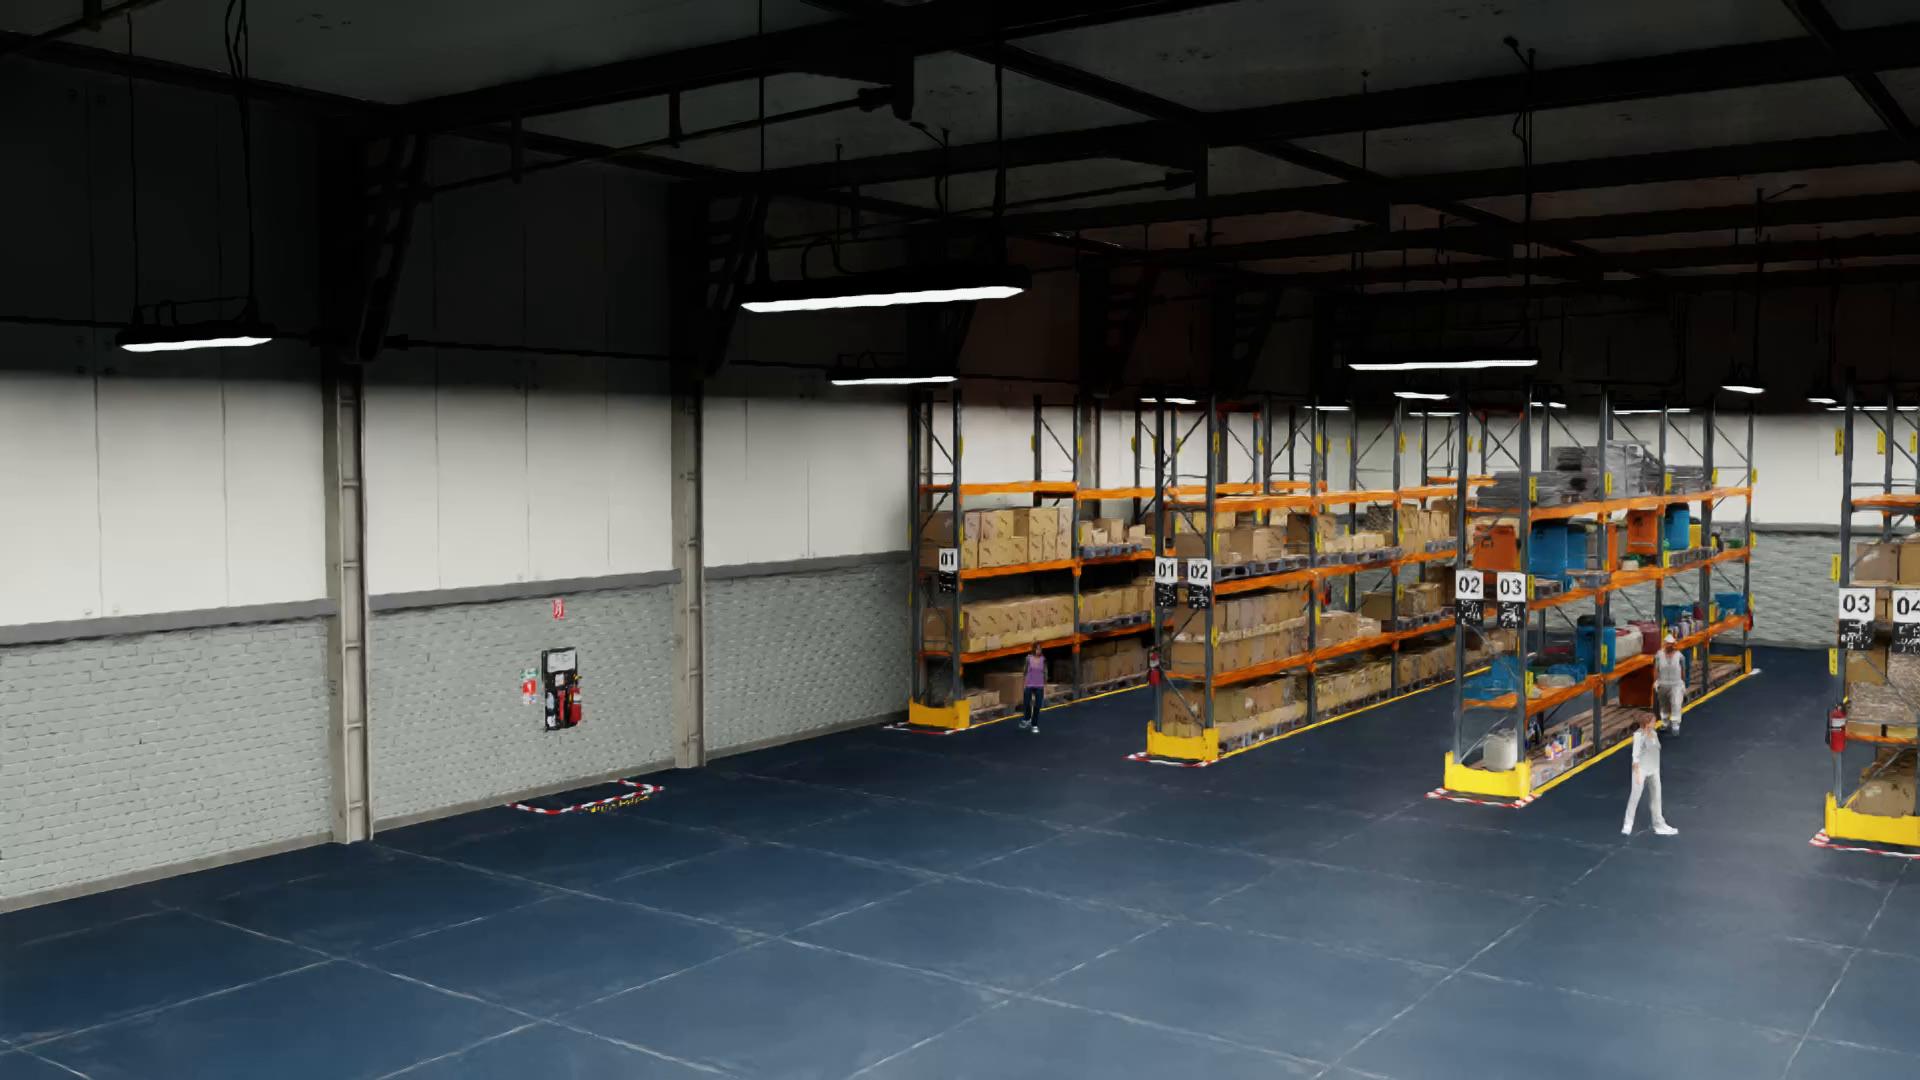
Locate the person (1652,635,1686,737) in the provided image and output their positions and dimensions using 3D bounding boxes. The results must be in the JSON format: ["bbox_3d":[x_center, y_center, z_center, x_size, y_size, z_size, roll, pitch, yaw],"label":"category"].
[{"bbox_3d":[12.223,2.491,28.683,0.528,1.727,1.030,2,4,28],"label":"person"}]

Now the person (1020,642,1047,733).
[{"bbox_3d":[1.286,2.556,29.073,0.471,1.588,0.501,0,3,-3],"label":"person"}]

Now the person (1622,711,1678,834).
[{"bbox_3d":[8.826,2.977,21.333,0.615,1.590,0.493,-2,4,-25],"label":"person"}]
